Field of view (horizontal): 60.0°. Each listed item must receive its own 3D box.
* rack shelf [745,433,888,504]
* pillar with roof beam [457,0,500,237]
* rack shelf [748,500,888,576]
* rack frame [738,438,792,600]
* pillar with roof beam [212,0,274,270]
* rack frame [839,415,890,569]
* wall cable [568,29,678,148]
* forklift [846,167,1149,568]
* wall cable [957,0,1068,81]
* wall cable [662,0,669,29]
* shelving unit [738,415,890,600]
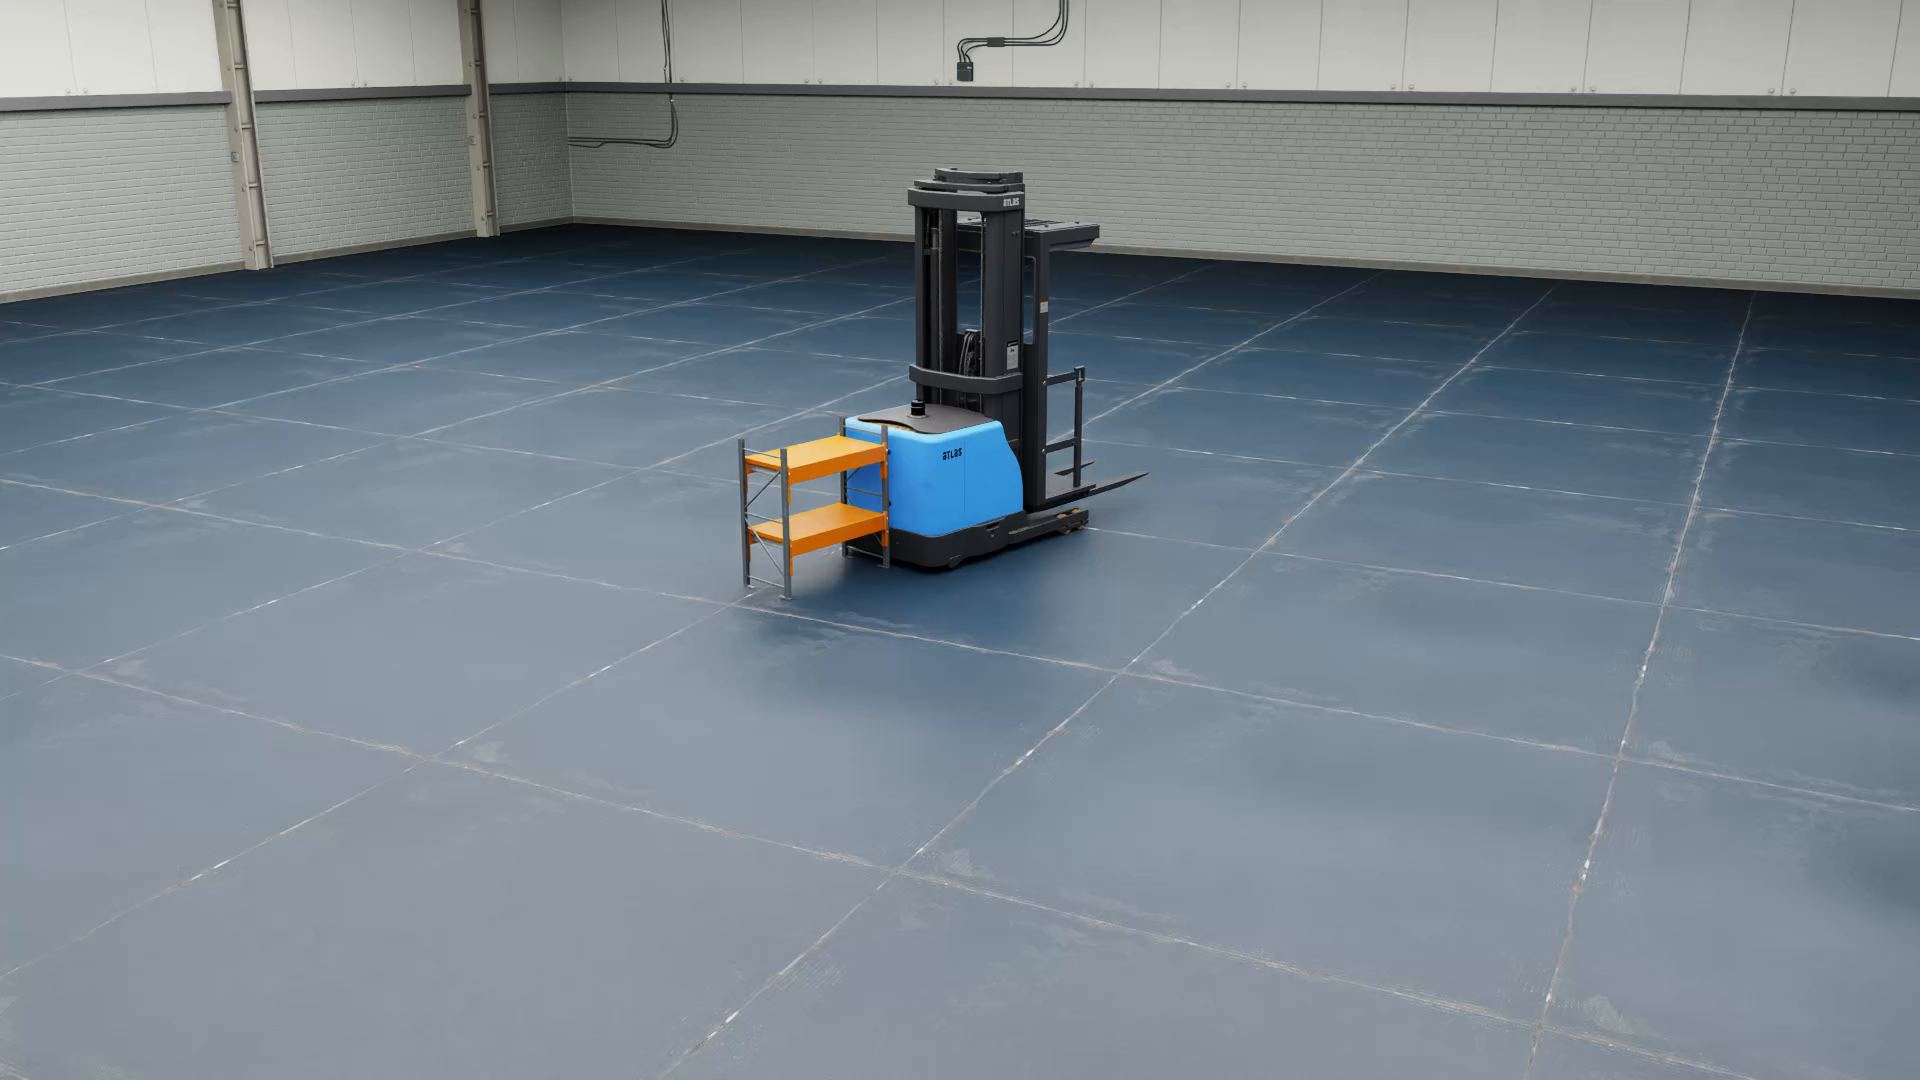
[{"bbox_3d":[-1.077,-0.542,12.347,0.538,0.278,1.000,14,22,40],"label":"rack shelf"},{"bbox_3d":[-6.146,-10.212,32.102,9.100,9.000,0.400,8,18,25],"label":"pillar with roof beam"},{"bbox_3d":[-1.077,-0.027,12.500,0.538,0.278,1.000,14,22,40],"label":"rack shelf"},{"bbox_3d":[-1.418,-0.154,12.069,0.500,1.125,0.032,14,22,40],"label":"rack frame"},{"bbox_3d":[-8.827,-8.684,26.957,9.100,9.000,0.400,8,18,25],"label":"pillar with roof beam"},{"bbox_3d":[-0.736,-0.369,12.792,0.500,1.125,0.032,14,22,40],"label":"rack frame"},{"bbox_3d":[-7.498,-9.854,36.349,3.097,2.526,0.112,8,18,25],"label":"wall cable"},{"bbox_3d":[0.422,-1.538,13.556,1.130,2.935,3.031,14,22,40],"label":"forklift"},{"bbox_3d":[0.988,-11.761,31.342,2.305,6.003,0.169,8,18,25],"label":"wall cable"},{"bbox_3d":[-5.078,-11.930,34.471,3.097,2.526,0.112,8,18,25],"label":"wall cable"},{"bbox_3d":[-1.077,-0.262,12.430,0.538,1.125,1.048,14,22,40],"label":"shelving unit"}]
